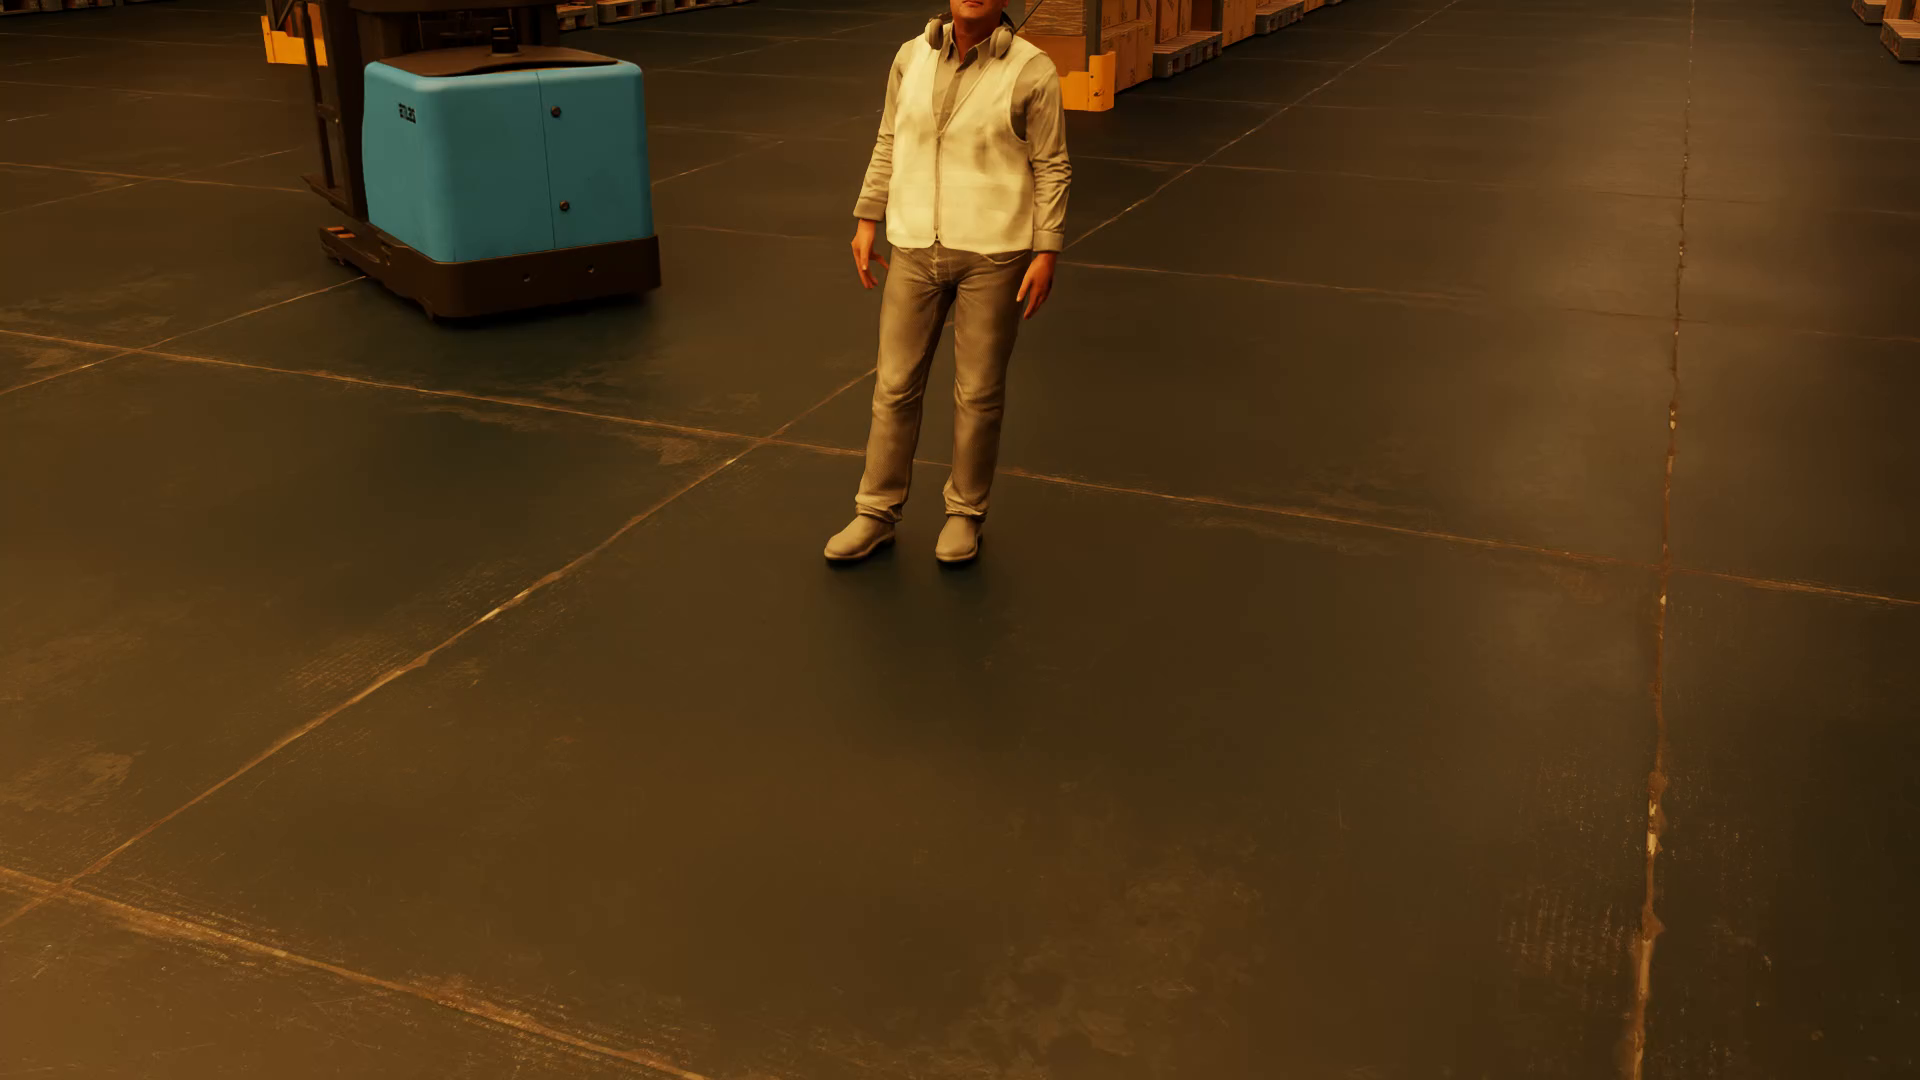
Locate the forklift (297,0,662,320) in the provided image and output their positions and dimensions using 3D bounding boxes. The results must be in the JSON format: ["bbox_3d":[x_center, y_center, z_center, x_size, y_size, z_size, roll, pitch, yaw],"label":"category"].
[{"bbox_3d":[-2.635,-2.829,8.060,1.130,2.935,3.031,-15,27,-31],"label":"forklift"}]

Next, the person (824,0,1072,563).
[{"bbox_3d":[-0.031,-0.804,4.697,0.634,1.775,0.566,9,24,21],"label":"person"}]
